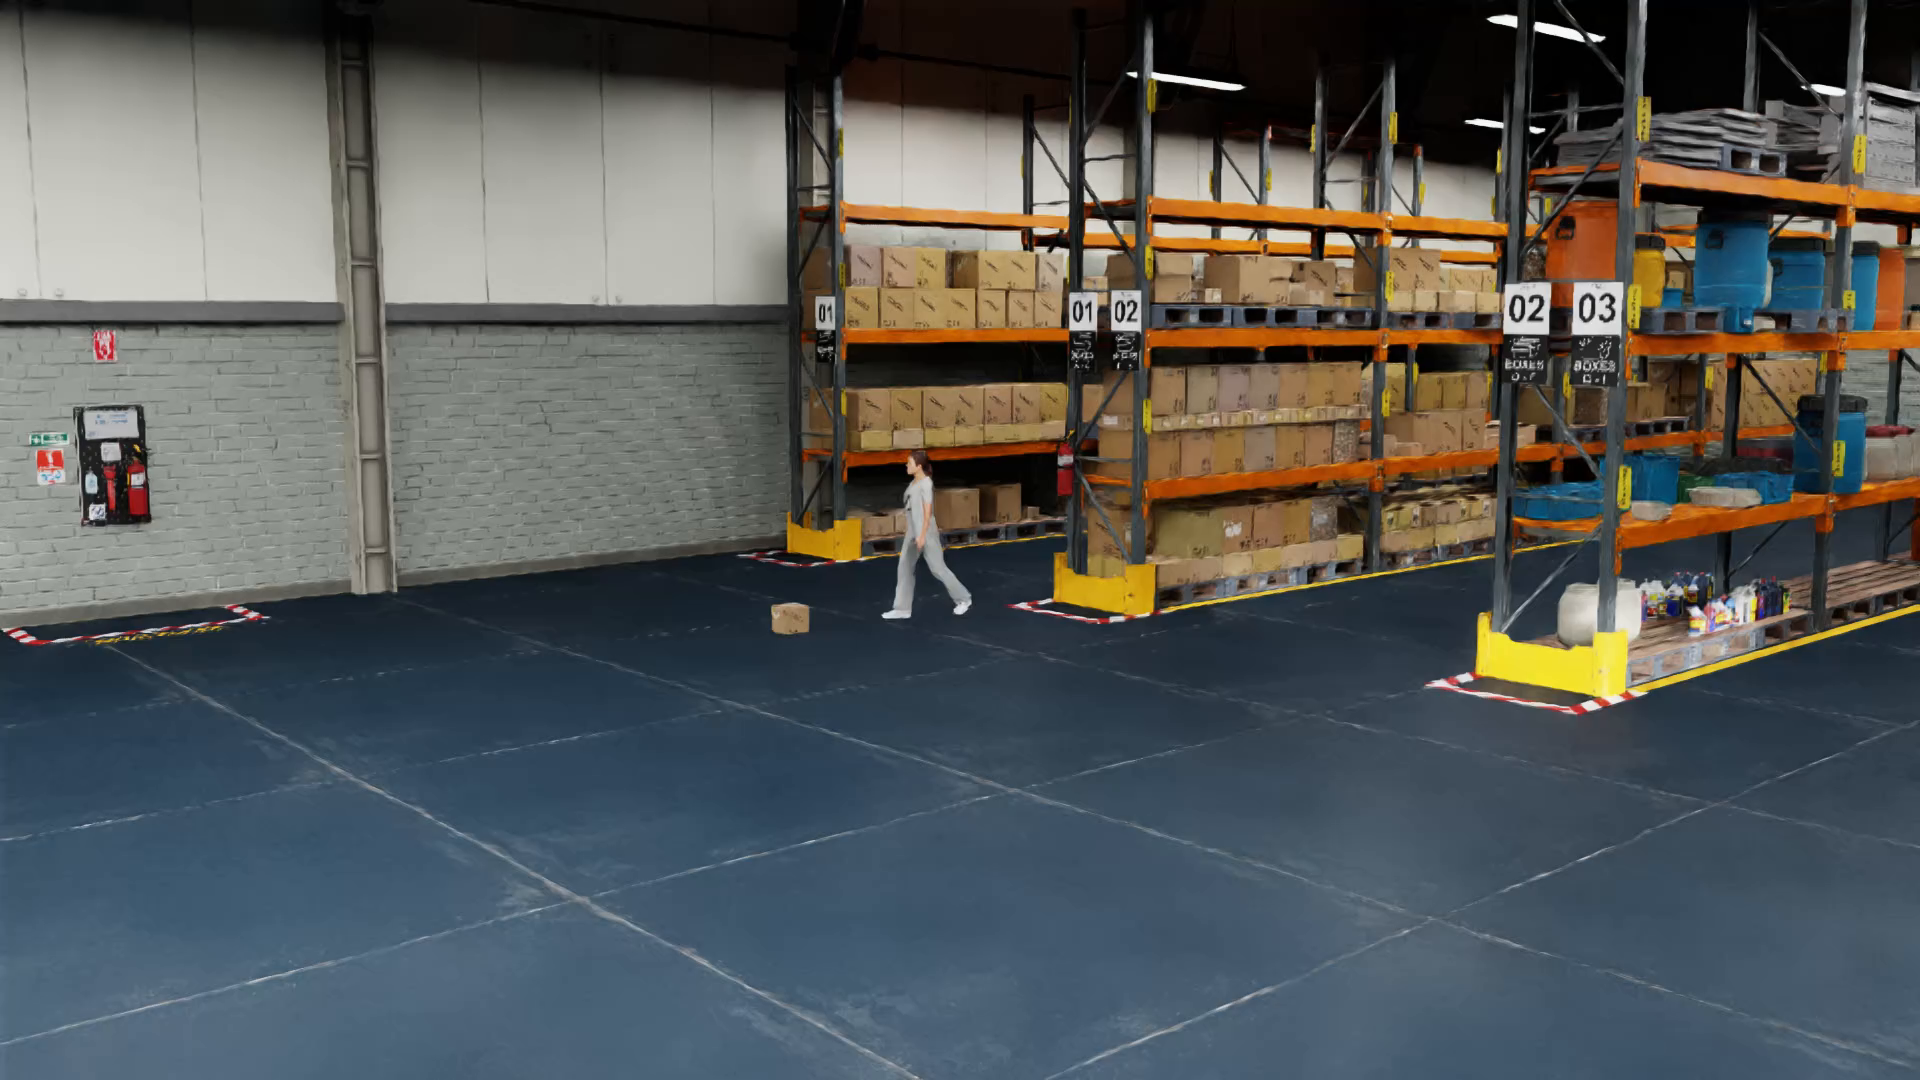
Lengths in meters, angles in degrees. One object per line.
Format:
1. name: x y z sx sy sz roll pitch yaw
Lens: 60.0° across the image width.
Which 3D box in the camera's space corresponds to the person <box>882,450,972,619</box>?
1. person: -0.309 -0.054 16.201 0.863 1.656 0.488 -4 8 -26
